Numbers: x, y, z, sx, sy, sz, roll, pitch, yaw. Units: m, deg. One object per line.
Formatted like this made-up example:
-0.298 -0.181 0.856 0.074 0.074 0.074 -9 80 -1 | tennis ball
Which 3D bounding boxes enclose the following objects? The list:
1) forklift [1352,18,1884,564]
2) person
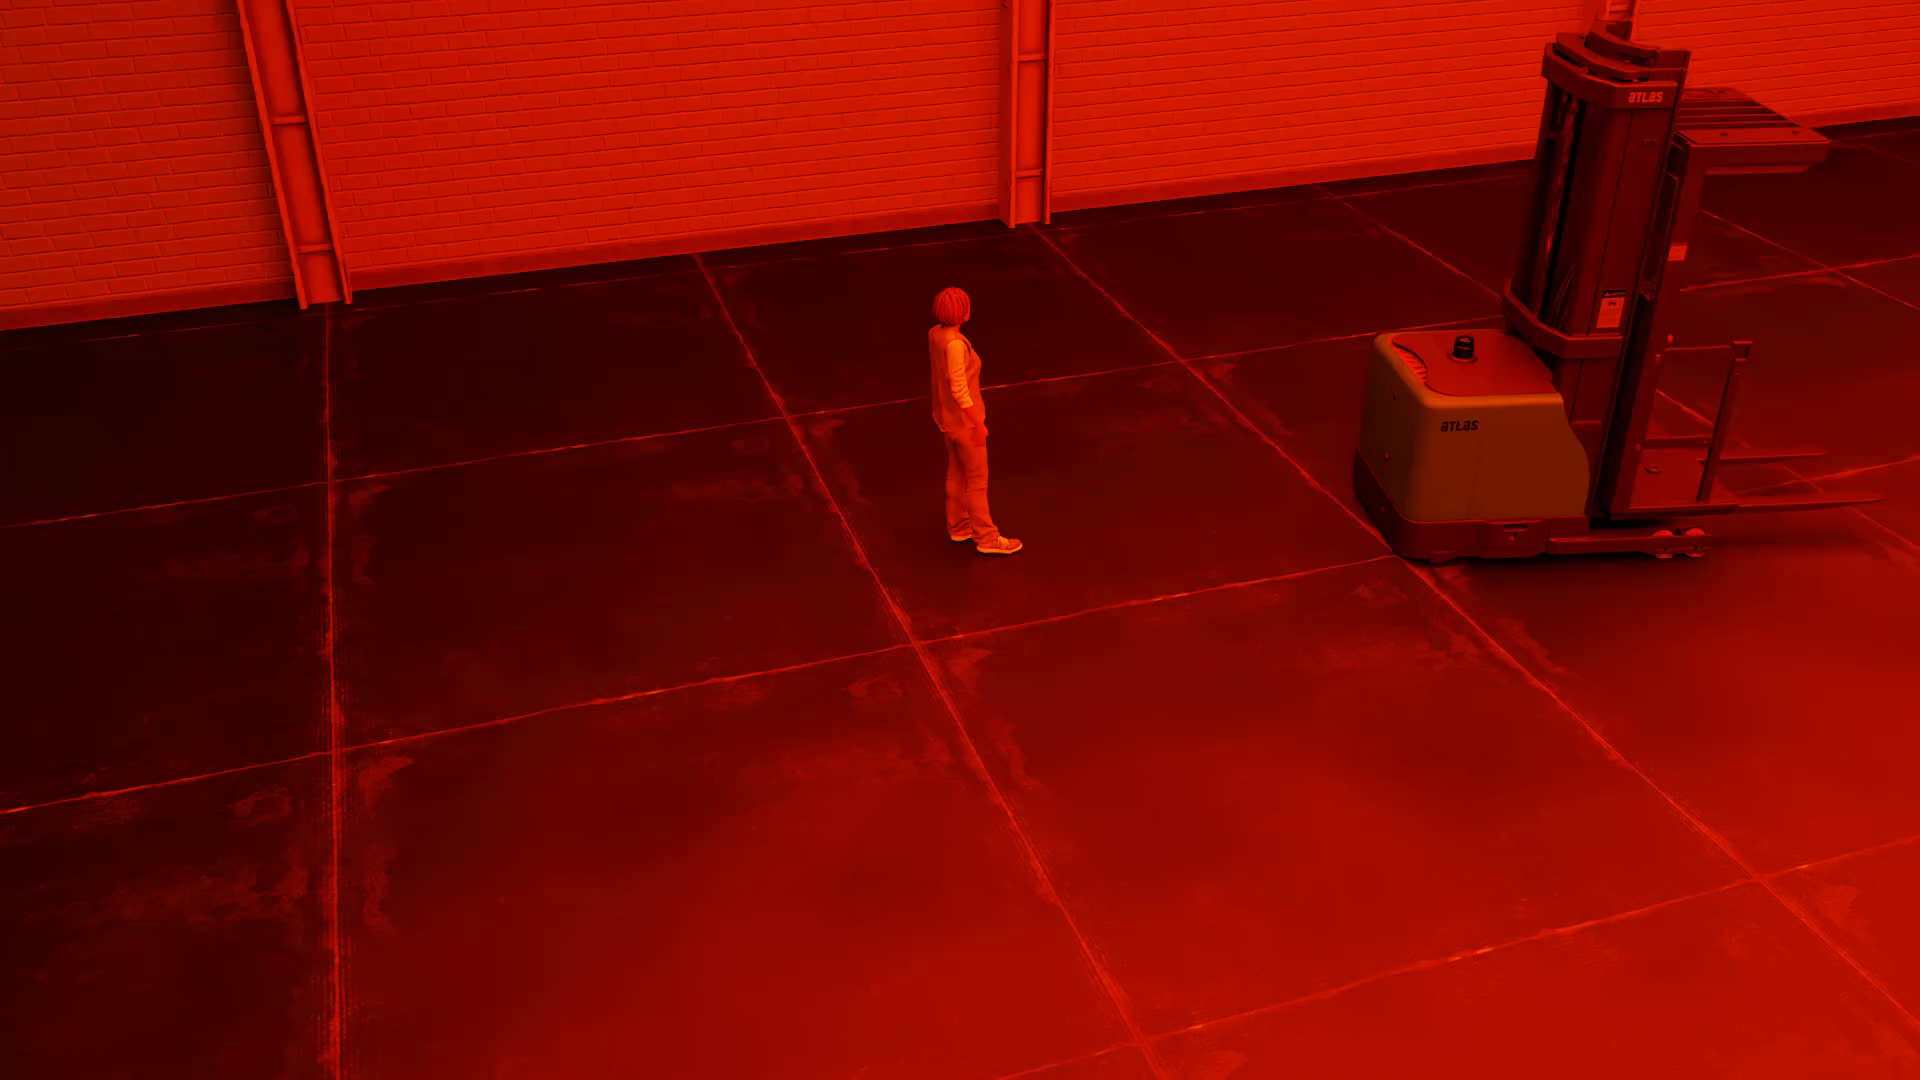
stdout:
4.025 -1.422 9.558 3.031 2.935 1.130 -3 30 -4 | forklift
0.075 -0.704 9.633 0.473 1.599 0.520 -10 31 -16 | person
